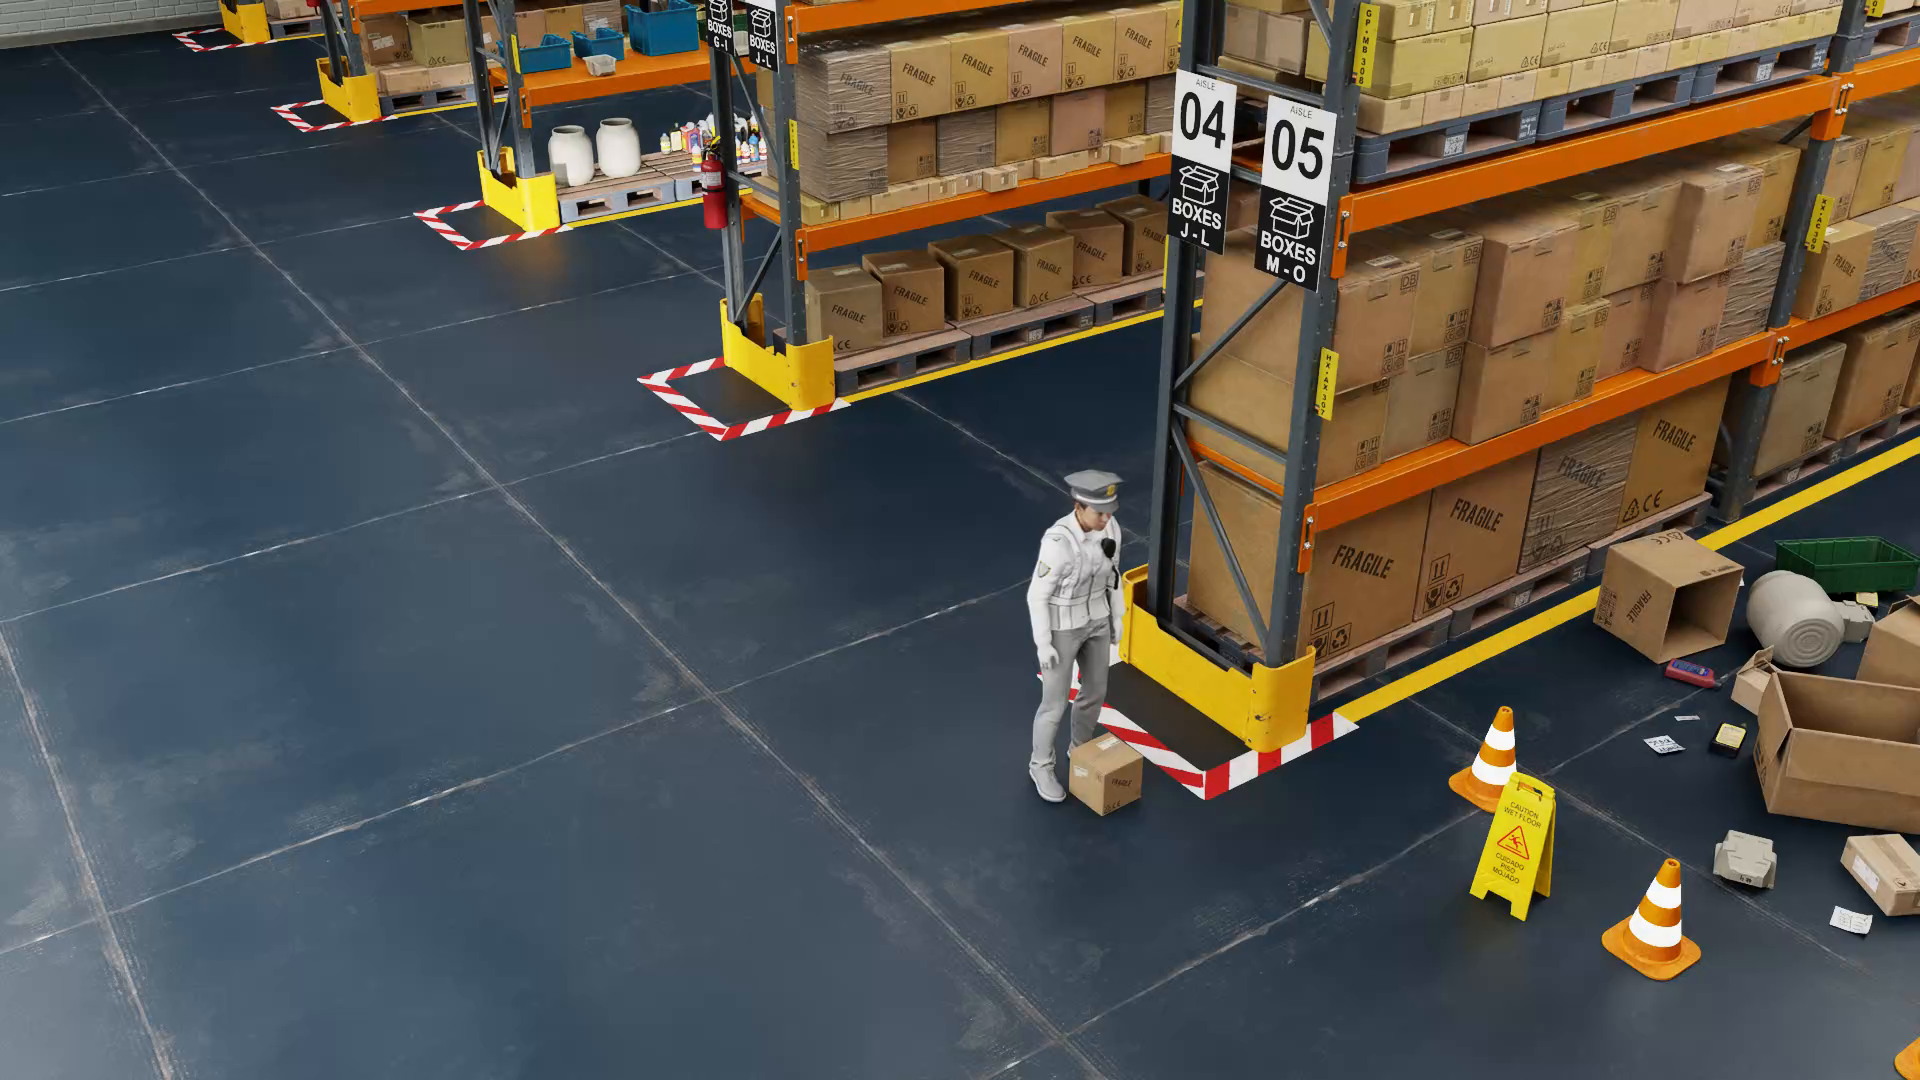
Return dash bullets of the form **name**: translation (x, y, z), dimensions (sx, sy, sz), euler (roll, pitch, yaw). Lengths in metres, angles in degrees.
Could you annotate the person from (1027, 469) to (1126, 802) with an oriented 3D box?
- **person**: translation (0.557, 0.420, 7.855), dimensions (0.529, 1.664, 0.371), euler (-19, 34, -30)
